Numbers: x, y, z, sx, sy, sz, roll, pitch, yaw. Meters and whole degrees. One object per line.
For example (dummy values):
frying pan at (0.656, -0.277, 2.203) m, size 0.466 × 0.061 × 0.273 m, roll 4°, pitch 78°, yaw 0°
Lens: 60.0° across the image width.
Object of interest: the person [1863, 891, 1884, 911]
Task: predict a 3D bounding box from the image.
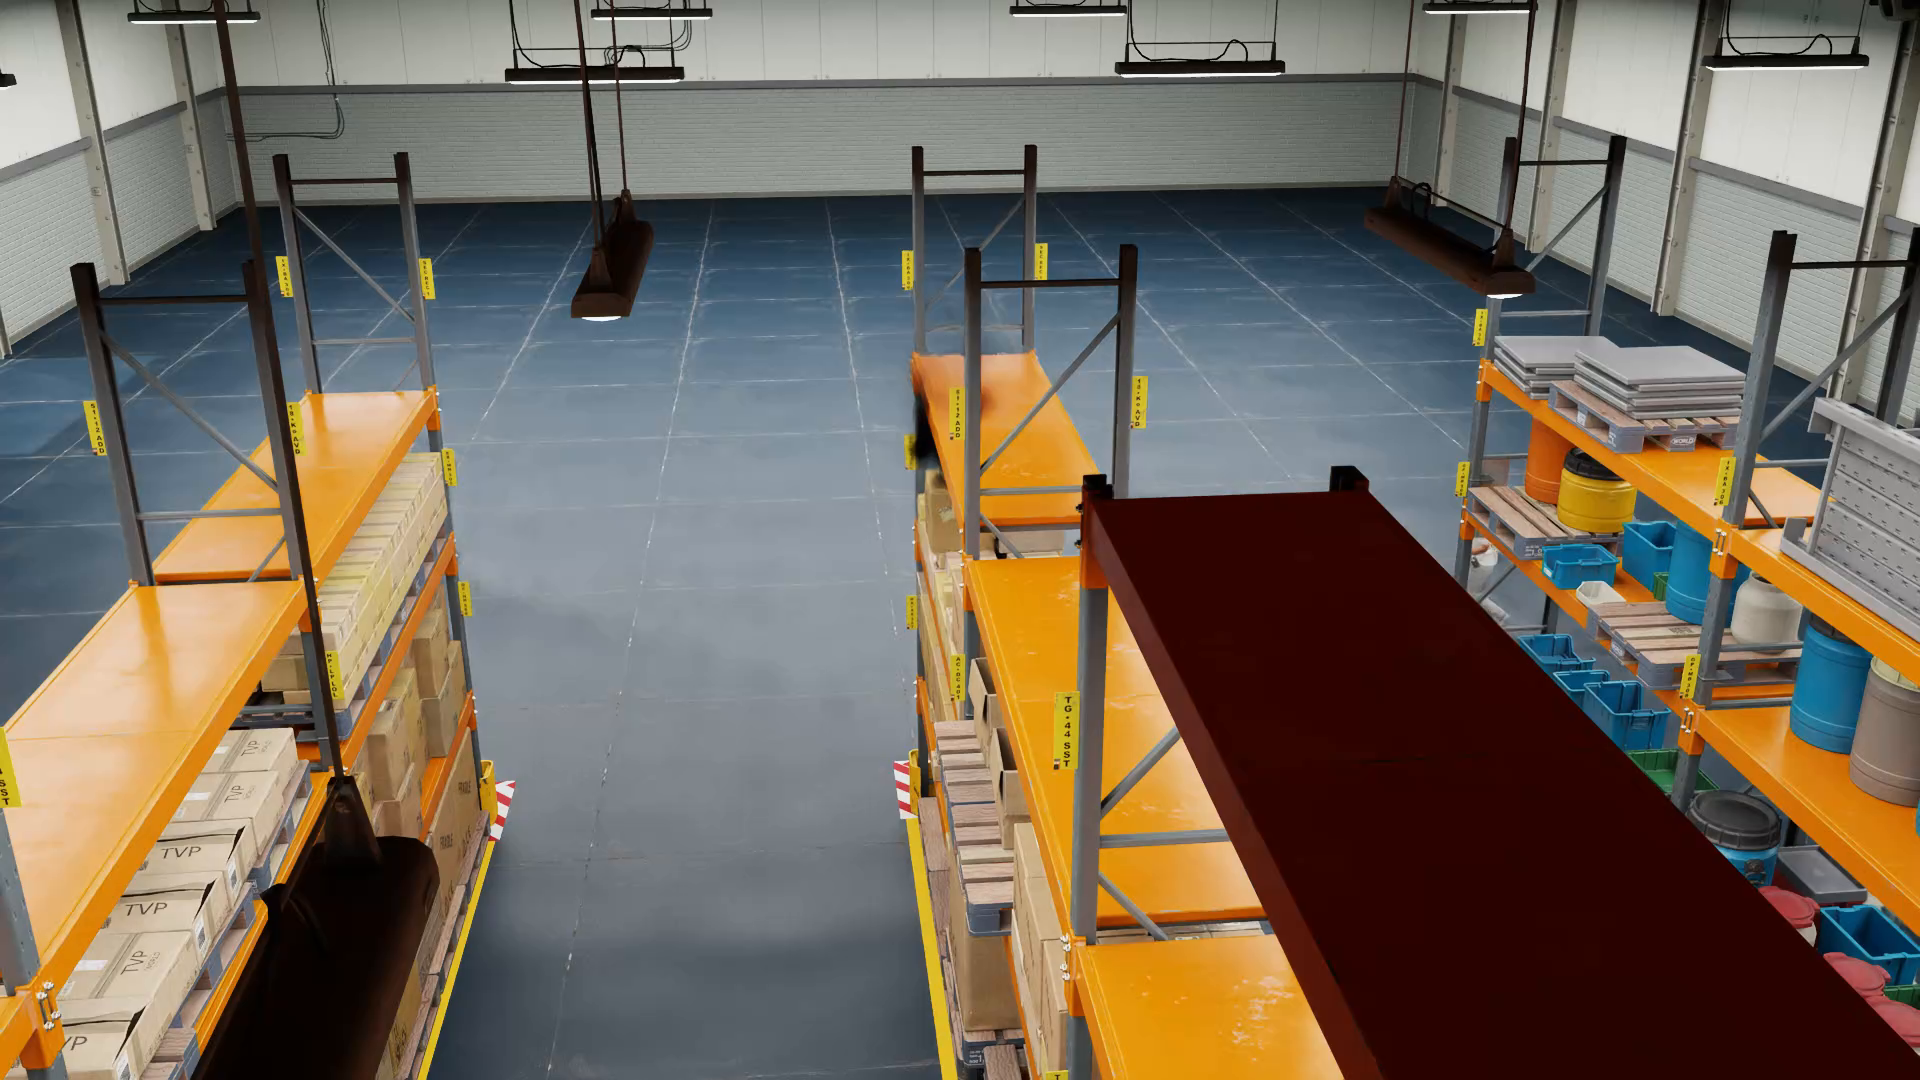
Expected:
person at (7.039, 2.543, 12.710) m, size 0.698 × 1.770 × 1.064 m, roll -5°, pitch 22°, yaw -11°

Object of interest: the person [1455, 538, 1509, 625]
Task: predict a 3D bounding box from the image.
person at (5.900, 0.267, 18.758) m, size 0.720 × 1.659 × 0.613 m, roll 9°, pitch 23°, yaw 22°
